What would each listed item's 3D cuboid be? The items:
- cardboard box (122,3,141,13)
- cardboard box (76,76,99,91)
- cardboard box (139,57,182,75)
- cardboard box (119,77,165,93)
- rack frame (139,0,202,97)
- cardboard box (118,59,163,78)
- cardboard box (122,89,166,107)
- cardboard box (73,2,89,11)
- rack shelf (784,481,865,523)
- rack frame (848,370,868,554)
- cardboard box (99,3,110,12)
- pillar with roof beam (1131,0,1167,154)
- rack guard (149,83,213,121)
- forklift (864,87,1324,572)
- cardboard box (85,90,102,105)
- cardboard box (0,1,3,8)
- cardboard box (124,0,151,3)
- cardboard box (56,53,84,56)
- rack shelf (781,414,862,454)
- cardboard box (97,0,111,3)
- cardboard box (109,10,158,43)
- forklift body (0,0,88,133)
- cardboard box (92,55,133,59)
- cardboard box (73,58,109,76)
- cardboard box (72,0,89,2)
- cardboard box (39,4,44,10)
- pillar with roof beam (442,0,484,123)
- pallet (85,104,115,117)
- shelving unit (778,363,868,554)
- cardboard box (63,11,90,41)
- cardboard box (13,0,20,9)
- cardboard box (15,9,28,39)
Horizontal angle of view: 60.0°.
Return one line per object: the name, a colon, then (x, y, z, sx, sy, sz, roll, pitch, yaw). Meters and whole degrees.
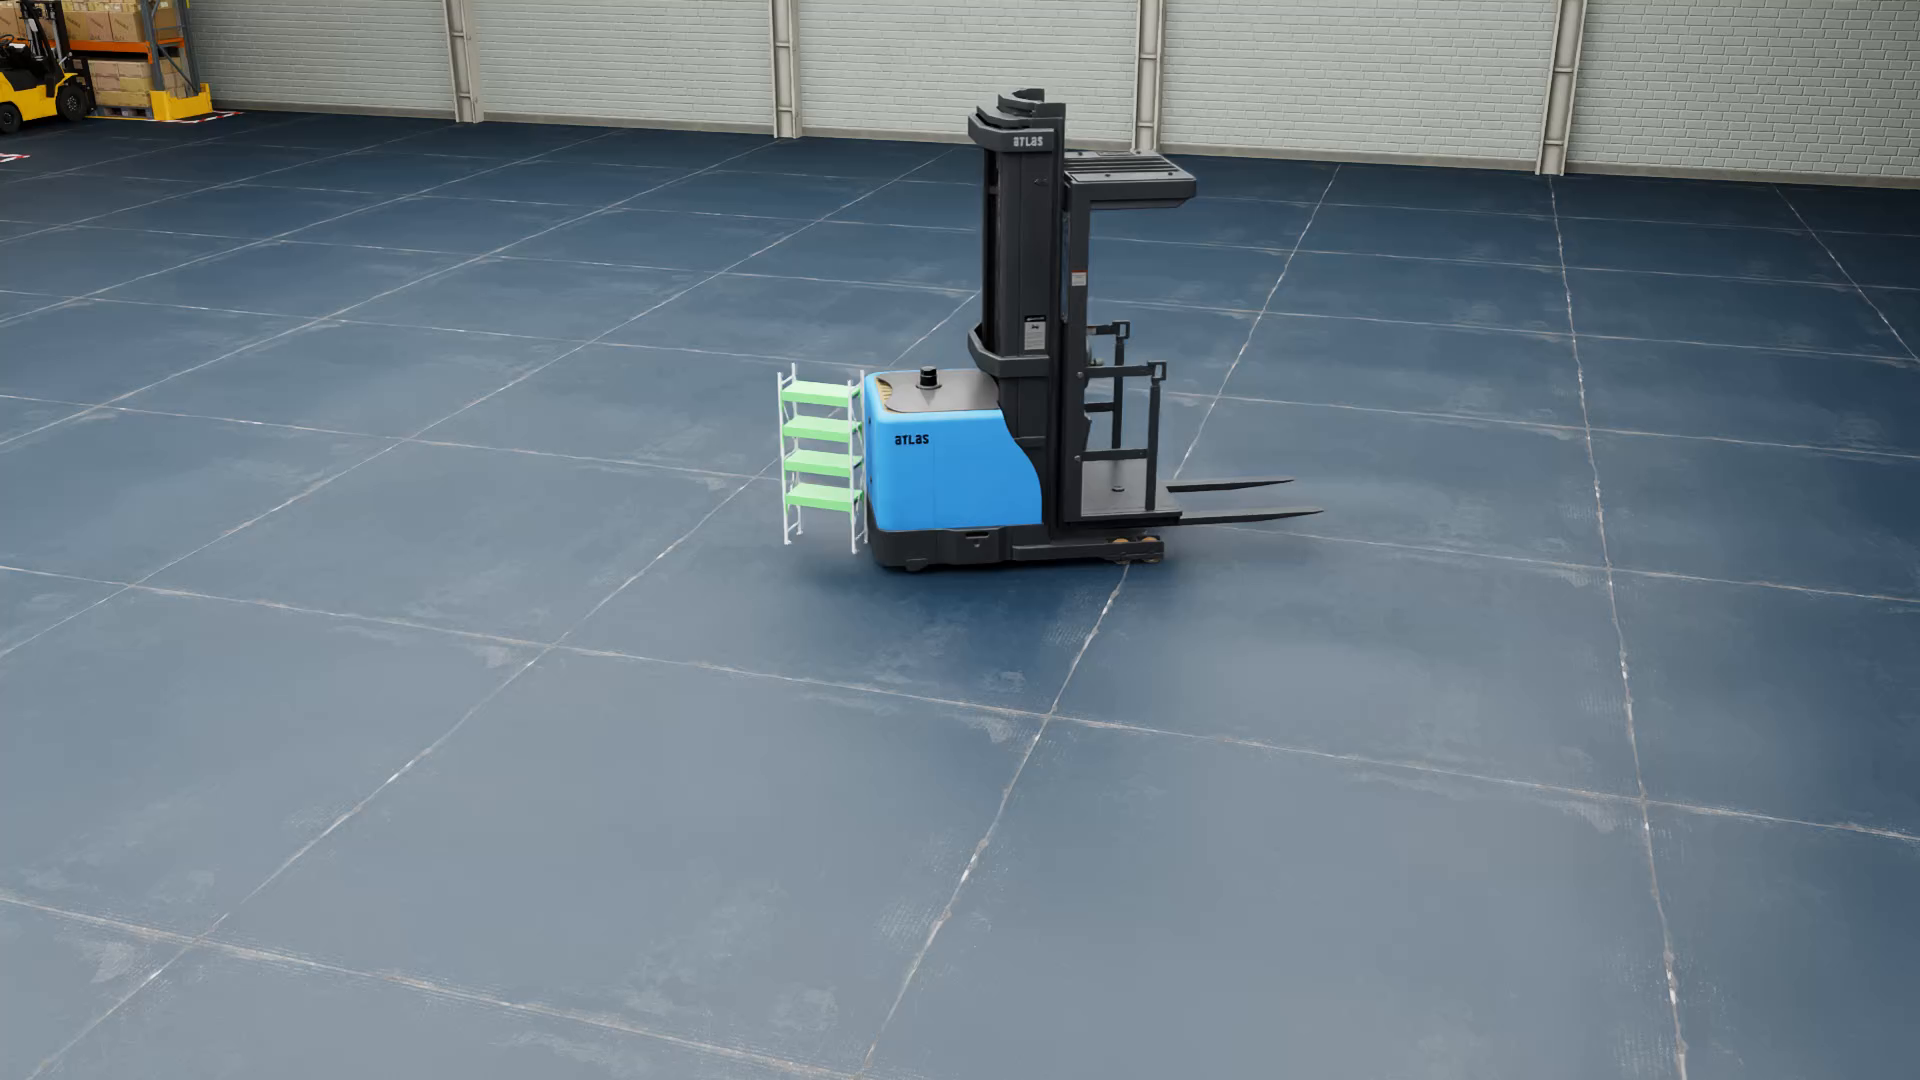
cardboard box: (-14.342, -9.276, 28.946, 0.250, 0.149, 0.380, 7, 23, 16)
cardboard box: (-15.462, -8.195, 29.707, 0.500, 0.250, 0.500, 6, 23, 14)
cardboard box: (-14.334, -8.500, 29.792, 0.500, 0.250, 0.500, 6, 23, 15)
cardboard box: (-14.485, -8.087, 29.444, 0.500, 0.250, 0.500, 6, 23, 15)
rack frame: (-13.929, -8.994, 29.243, 0.127, 3.000, 1.000, 7, 23, 16)
cardboard box: (-14.460, -8.316, 29.342, 0.500, 0.250, 0.500, 7, 23, 17)
cardboard box: (-14.470, -7.853, 29.531, 0.500, 0.250, 0.500, 7, 23, 16)
cardboard box: (-15.329, -9.388, 29.217, 0.250, 0.149, 0.380, 6, 23, 14)
rack shelf: (-0.902, -0.256, 11.115, 0.480, 0.148, 0.258, 7, 23, 17)
rack frame: (-0.671, -0.508, 10.927, 0.015, 1.200, 0.240, 7, 23, 17)
cardboard box: (-14.826, -9.344, 29.111, 0.250, 0.149, 0.380, 7, 23, 17)
pillar with roof beam: (1.654, -8.636, 20.465, 0.400, 9.000, 9.100, 7, 23, 16)
rack guard: (-13.906, -7.835, 29.711, 0.348, 0.500, 1.175, 7, 23, 16)
forklift: (0.901, -1.391, 10.800, 3.031, 2.935, 1.130, -3, 22, -7)
cardboard box: (-15.420, -7.969, 29.814, 0.500, 0.250, 0.500, 7, 23, 16)
cardboard box: (-17.023, -9.602, 29.739, 0.250, 0.149, 0.380, 6, 23, 15)
cardboard box: (-14.333, -9.440, 28.954, 0.250, 0.149, 0.380, 7, 23, 16)
cardboard box: (-16.261, -8.723, 30.335, 0.500, 0.250, 0.500, 7, 23, 16)
rack shelf: (-0.902, -0.700, 10.932, 0.480, 0.148, 0.258, 7, 23, 17)
cardboard box: (-14.836, -9.475, 29.038, 0.250, 0.149, 0.380, 7, 23, 17)
cardboard box: (-14.476, -8.999, 29.123, 0.500, 0.500, 0.500, 6, 23, 14)
forklift body: (-16.271, -8.146, 28.295, 1.214, 2.155, 2.313, 7, 23, 16)
cardboard box: (-15.289, -8.612, 30.065, 0.500, 0.250, 0.500, 6, 23, 15)
cardboard box: (-15.436, -8.421, 29.600, 0.500, 0.250, 0.500, 7, 23, 16)
cardboard box: (-15.334, -9.518, 29.142, 0.250, 0.149, 0.380, 7, 23, 17)
cardboard box: (-16.054, -9.471, 29.421, 0.250, 0.149, 0.380, 6, 23, 14)
pillar with roof beam: (-9.834, -9.951, 23.672, 0.400, 9.000, 9.100, 7, 23, 16)
pallet: (-15.837, -7.907, 30.267, 1.213, 0.211, 1.003, 7, 23, 15)
shelving unit: (-0.902, -0.537, 10.999, 0.503, 1.200, 0.258, 7, 23, 17)
cardboard box: (-15.460, -9.115, 29.407, 0.500, 0.500, 0.500, 6, 23, 14)
cardboard box: (-16.558, -9.519, 29.536, 0.250, 0.149, 0.380, 6, 23, 15)
cardboard box: (-16.420, -9.229, 29.684, 0.500, 0.500, 0.500, 6, 23, 15)
